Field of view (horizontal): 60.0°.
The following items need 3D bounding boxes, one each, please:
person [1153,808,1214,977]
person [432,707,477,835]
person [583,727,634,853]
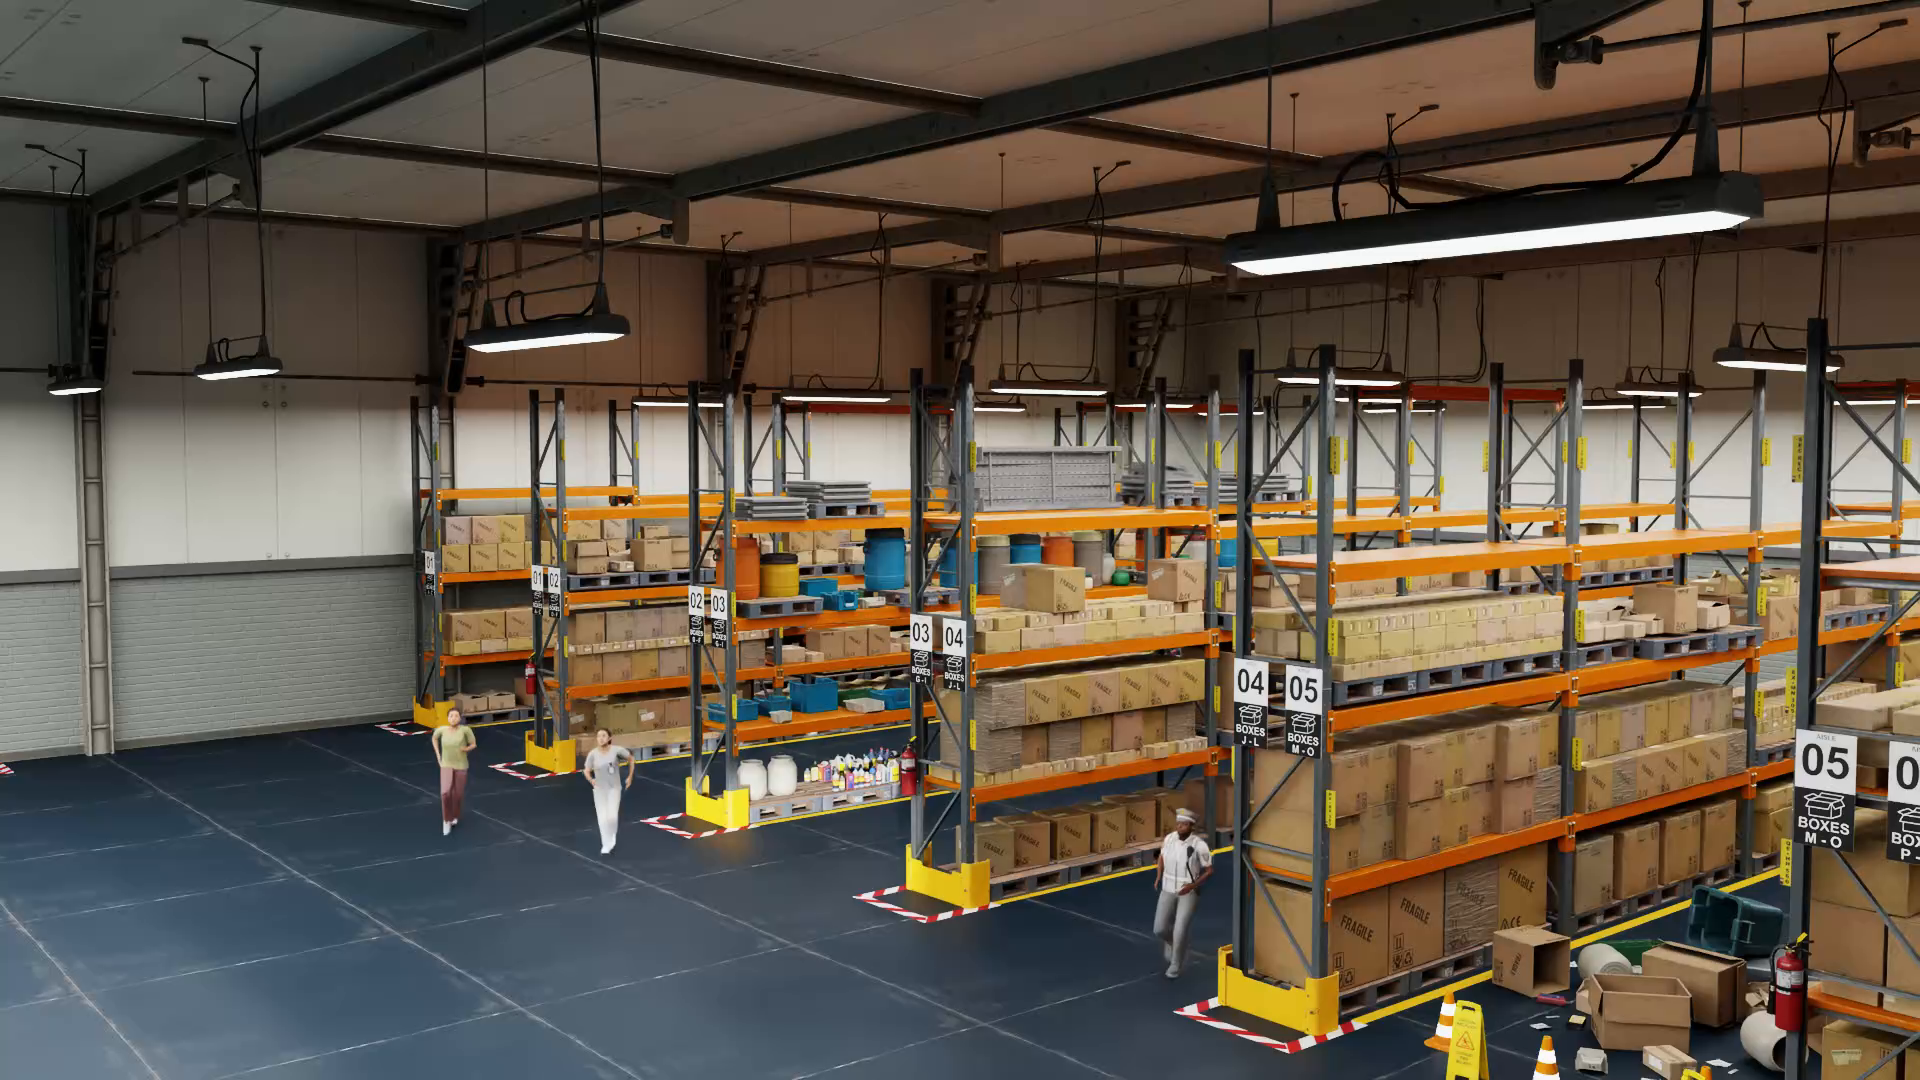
[{"bbox_3d":[2.156,3.395,16.097,0.595,1.654,0.510,2,4,31],"label":"person"},{"bbox_3d":[-6.697,3.037,22.053,0.564,1.675,0.732,-1,4,-18],"label":"person"},{"bbox_3d":[-4.368,3.126,20.646,0.591,1.621,0.708,0,3,-1],"label":"person"}]
